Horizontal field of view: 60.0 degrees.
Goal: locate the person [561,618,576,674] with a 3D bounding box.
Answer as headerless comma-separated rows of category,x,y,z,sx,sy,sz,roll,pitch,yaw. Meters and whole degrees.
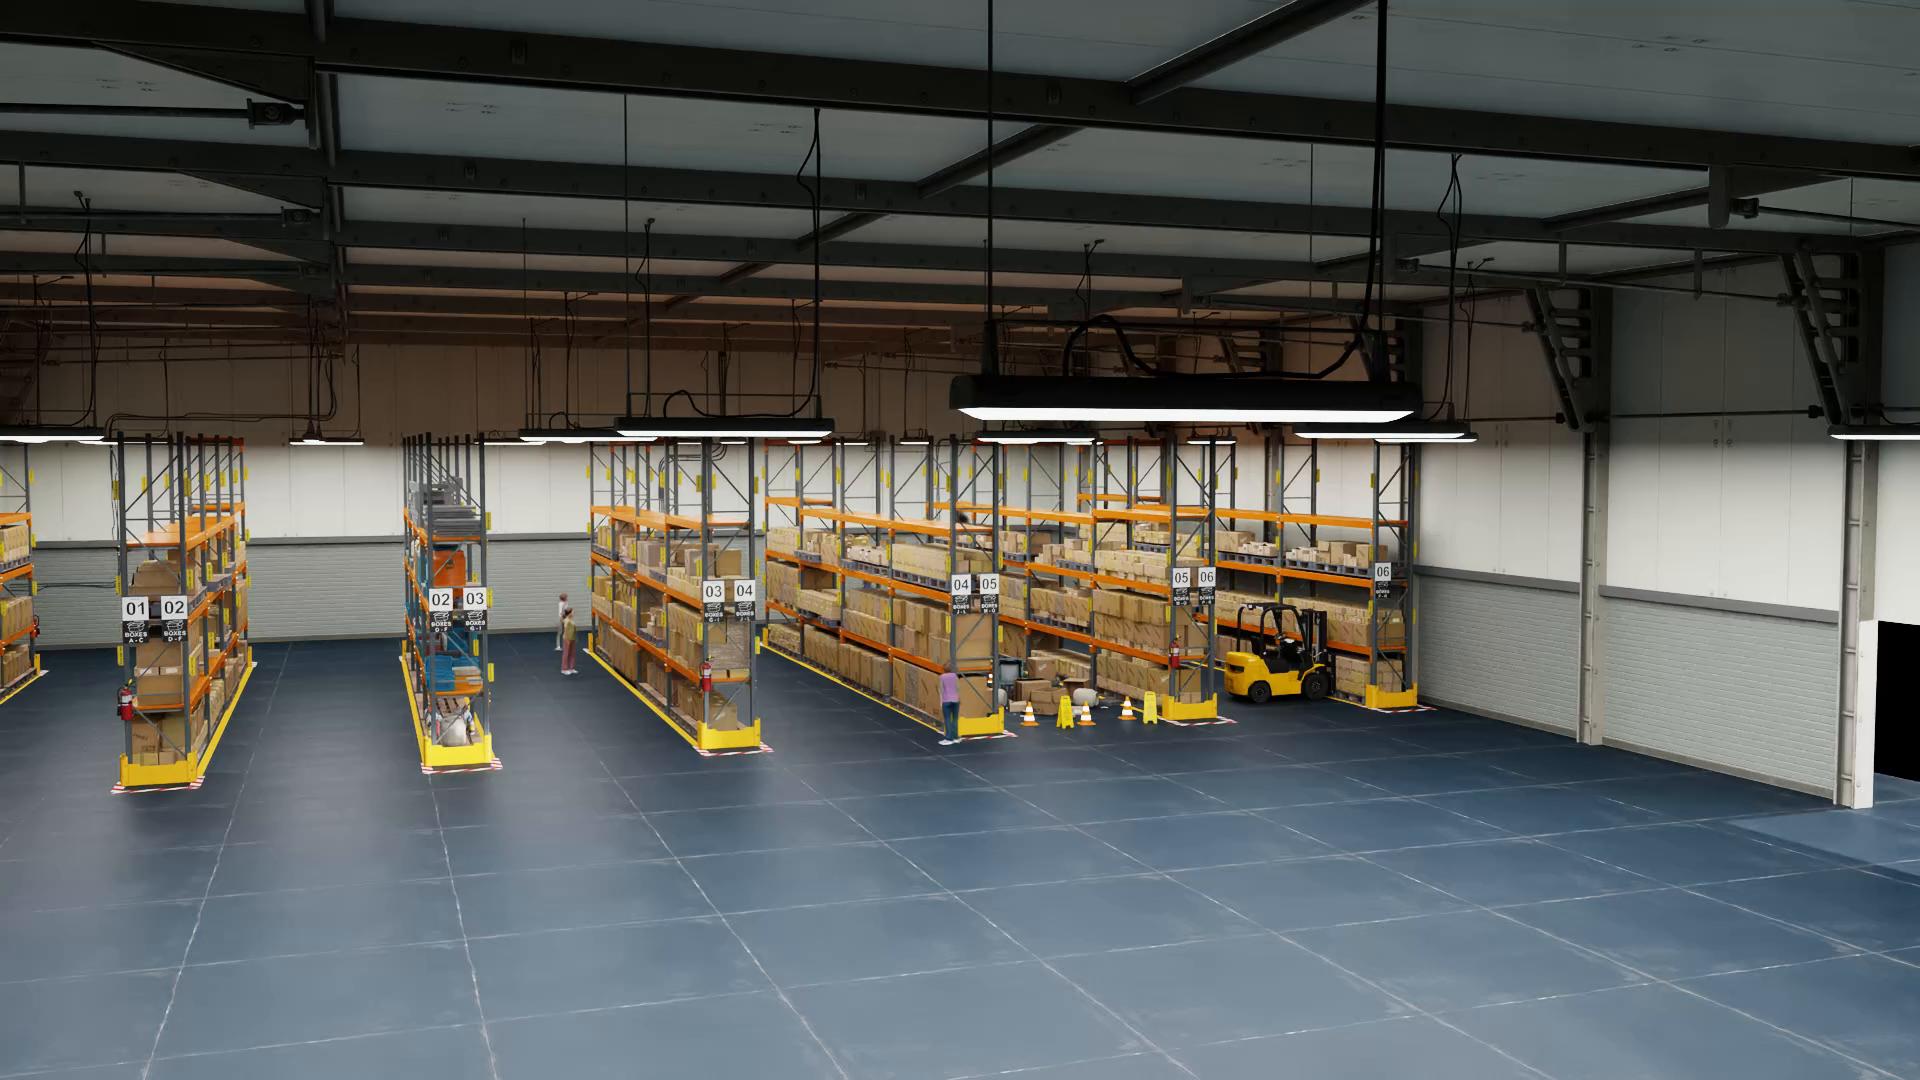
person,-9.923,2.672,42.187,0.341,1.435,0.460,1,3,11

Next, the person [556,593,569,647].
person,-11.257,2.265,47.173,0.360,1.532,0.459,1,3,22

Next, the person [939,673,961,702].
person,-0.196,2.844,32.056,0.432,0.570,0.330,-1,3,-17
